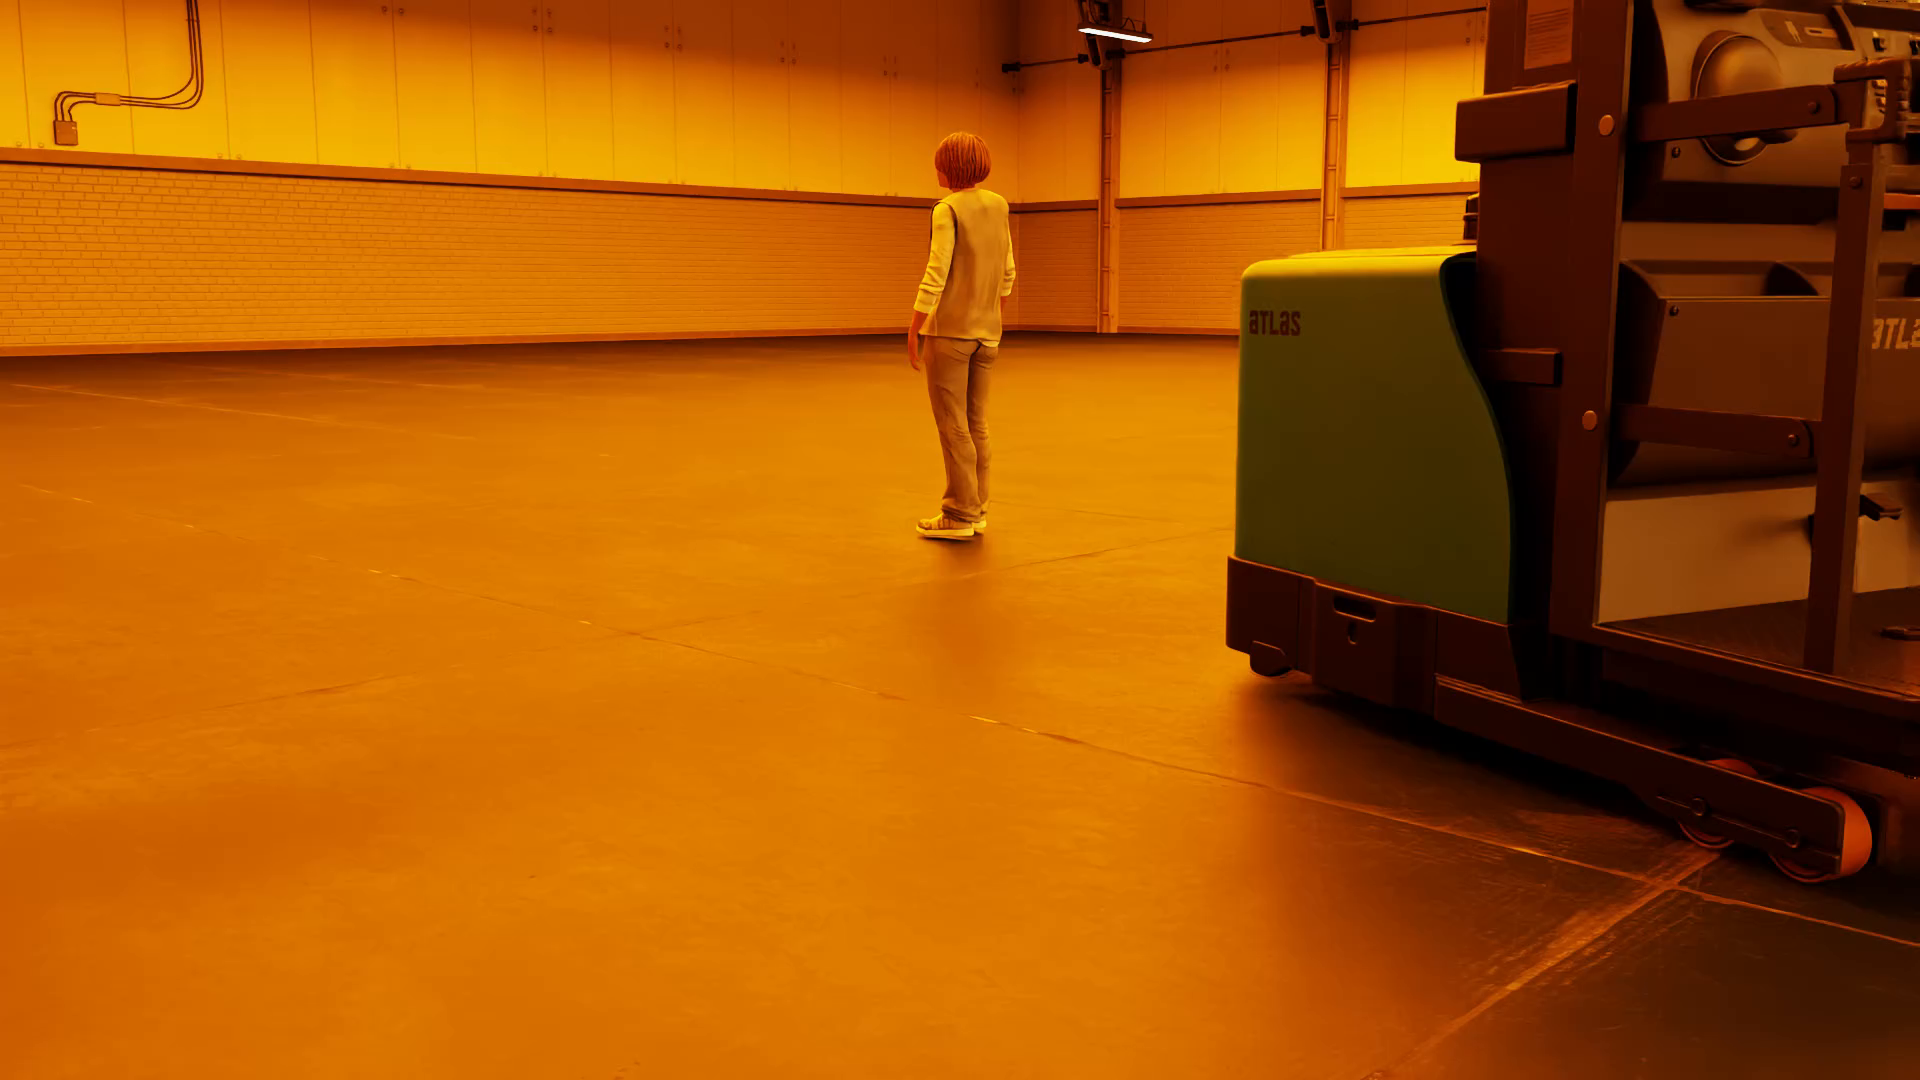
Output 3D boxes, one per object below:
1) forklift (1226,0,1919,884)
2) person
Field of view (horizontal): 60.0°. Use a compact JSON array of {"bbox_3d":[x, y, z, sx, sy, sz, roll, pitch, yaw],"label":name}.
[{"bbox_3d":[1.794,-0.938,3.100,1.130,2.935,3.031,-4,9,-25],"label":"forklift"},{"bbox_3d":[-0.043,-0.806,6.658,0.475,1.597,0.520,8,12,43],"label":"person"}]
